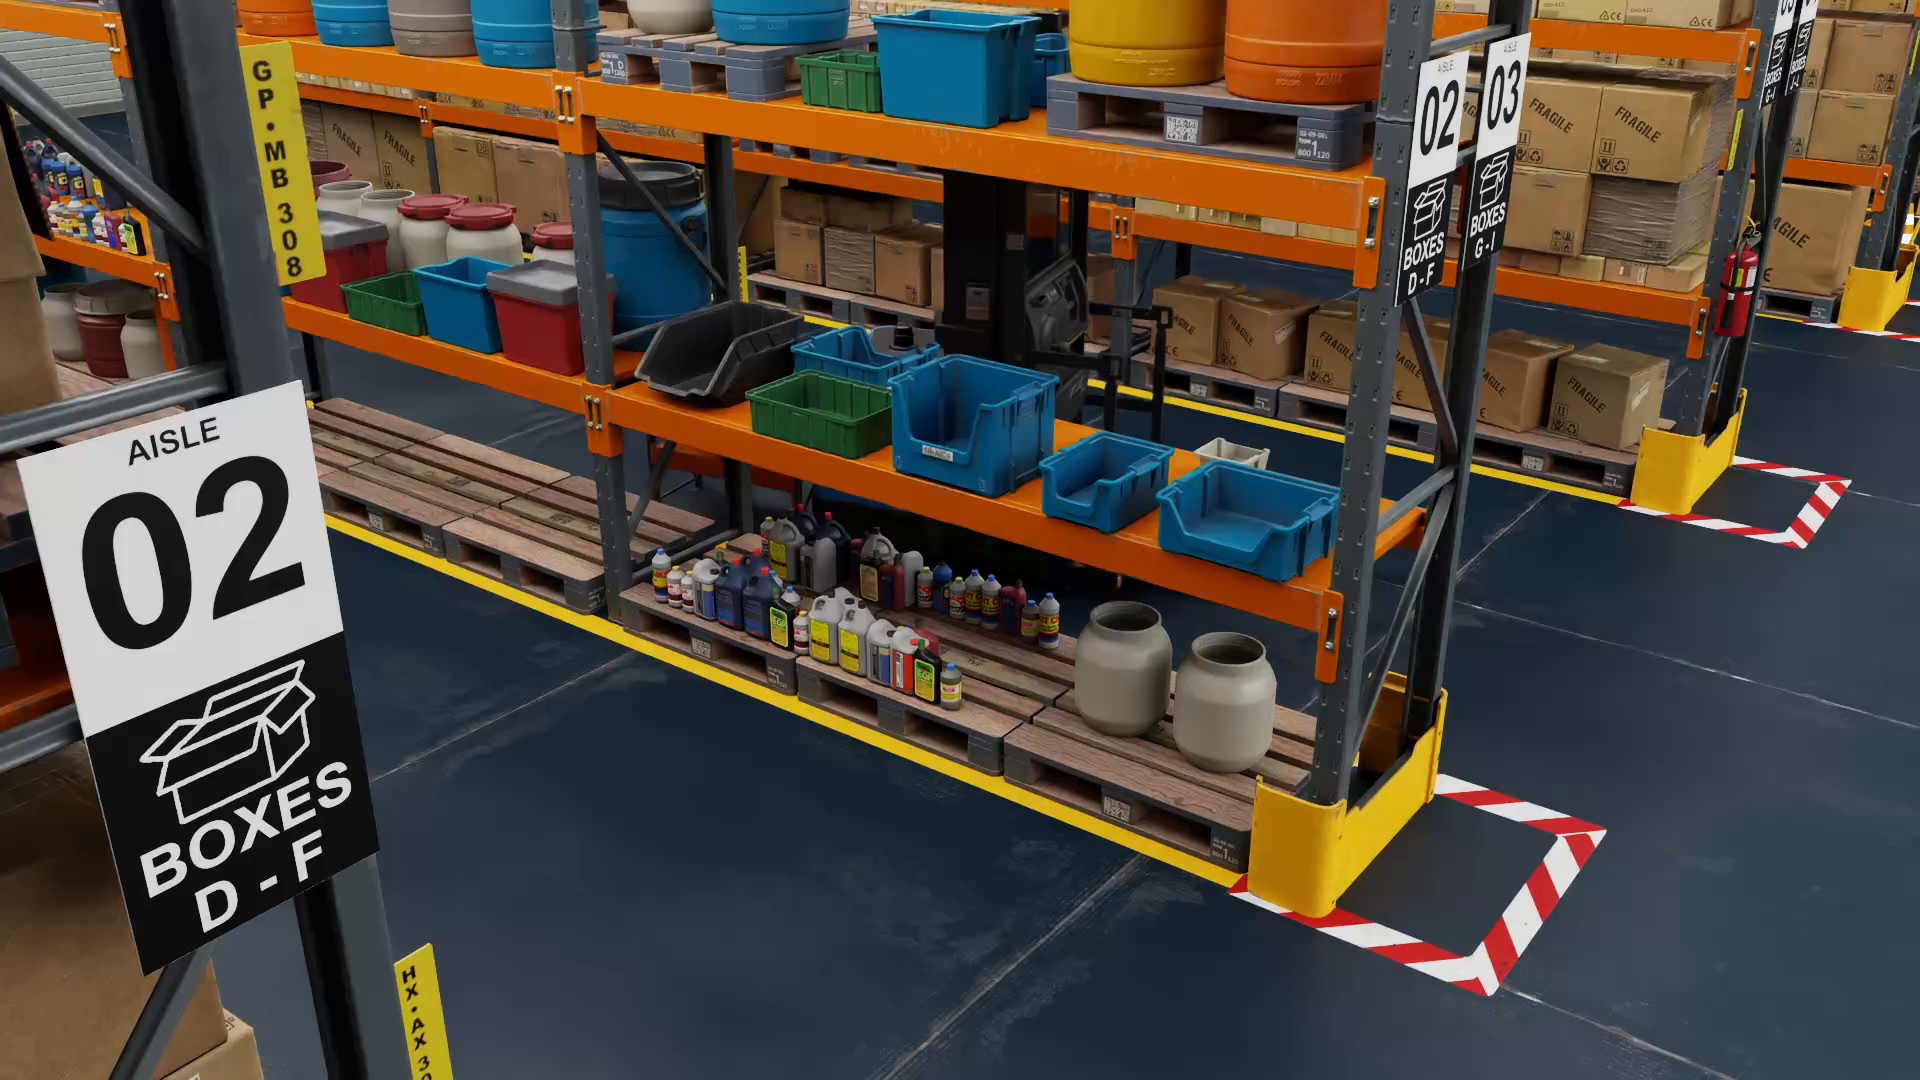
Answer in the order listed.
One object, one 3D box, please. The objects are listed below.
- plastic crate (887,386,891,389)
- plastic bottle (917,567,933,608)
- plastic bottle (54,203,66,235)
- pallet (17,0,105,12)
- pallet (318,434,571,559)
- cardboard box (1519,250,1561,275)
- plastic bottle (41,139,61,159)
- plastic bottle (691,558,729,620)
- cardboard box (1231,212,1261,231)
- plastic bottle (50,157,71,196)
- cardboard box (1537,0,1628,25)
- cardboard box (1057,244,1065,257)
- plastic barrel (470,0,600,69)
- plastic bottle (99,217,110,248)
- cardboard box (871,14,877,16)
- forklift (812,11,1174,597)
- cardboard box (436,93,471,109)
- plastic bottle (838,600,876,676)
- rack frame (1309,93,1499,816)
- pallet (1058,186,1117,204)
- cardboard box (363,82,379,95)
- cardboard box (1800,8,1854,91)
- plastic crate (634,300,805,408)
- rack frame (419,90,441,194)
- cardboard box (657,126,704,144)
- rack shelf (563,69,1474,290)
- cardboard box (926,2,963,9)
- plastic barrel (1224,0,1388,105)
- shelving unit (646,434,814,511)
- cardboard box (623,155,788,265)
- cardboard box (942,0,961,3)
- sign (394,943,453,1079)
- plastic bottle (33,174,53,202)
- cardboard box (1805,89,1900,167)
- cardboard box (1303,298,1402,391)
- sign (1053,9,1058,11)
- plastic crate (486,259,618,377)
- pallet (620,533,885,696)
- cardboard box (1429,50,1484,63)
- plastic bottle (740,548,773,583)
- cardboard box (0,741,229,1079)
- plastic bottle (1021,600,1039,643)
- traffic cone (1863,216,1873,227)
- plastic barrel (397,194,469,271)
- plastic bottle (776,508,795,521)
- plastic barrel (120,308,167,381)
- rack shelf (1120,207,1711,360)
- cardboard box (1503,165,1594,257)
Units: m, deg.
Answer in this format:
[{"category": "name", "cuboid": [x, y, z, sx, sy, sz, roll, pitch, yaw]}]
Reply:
[{"category": "plastic crate", "cuboid": [-0.058, -0.662, 7.858, 0.437, 0.136, 0.530, 17, 29, 33]}, {"category": "plastic bottle", "cuboid": [-0.170, 0.234, 8.425, 0.097, 0.201, 0.097, 0, 24, 0]}, {"category": "plastic bottle", "cuboid": [-6.023, -2.161, 11.180, 0.097, 0.201, 0.097, 0, 24, 0]}, {"category": "pallet", "cuboid": [-5.263, -3.563, 10.631, 1.213, 0.211, 1.003, 17, 29, 33]}, {"category": "pallet", "cuboid": [-3.141, -0.289, 10.145, 1.213, 0.211, 1.003, 17, 29, 33]}, {"category": "cardboard box", "cuboid": [3.689, -1.781, 10.384, 0.250, 0.149, 0.380, 17, 29, 33]}, {"category": "plastic bottle", "cuboid": [-6.831, -2.844, 12.545, 0.185, 0.351, 0.144, 17, 29, 33]}, {"category": "plastic bottle", "cuboid": [-1.242, 0.240, 8.318, 0.135, 0.276, 0.152, 18, 30, 35]}, {"category": "cardboard box", "cuboid": [2.068, -2.254, 11.456, 0.250, 0.149, 0.380, 17, 29, 33]}, {"category": "plastic bottle", "cuboid": [-6.658, -2.690, 12.295, 0.097, 0.271, 0.097, 0, 24, 0]}, {"category": "cardboard box", "cuboid": [3.723, -3.182, 9.718, 0.500, 0.250, 0.500, 17, 29, 34]}, {"category": "cardboard box", "cuboid": [0.613, -2.025, 13.181, 0.500, 0.500, 0.700, 17, 29, 33]}, {"category": "plastic barrel", "cuboid": [-2.046, -2.748, 7.925, 0.708, 0.901, 0.600, 17, 29, 33]}, {"category": "plastic bottle", "cuboid": [-5.556, -2.019, 10.859, 0.097, 0.201, 0.097, 0, 24, 0]}, {"category": "cardboard box", "cuboid": [-0.792, -5.856, 18.742, 0.250, 0.149, 0.380, 16, 29, 32]}, {"category": "forklift", "cuboid": [0.717, -1.273, 9.004, 3.031, 2.935, 1.130, 9, 25, 20]}, {"category": "cardboard box", "cuboid": [-4.722, -4.480, 16.073, 0.500, 0.500, 0.500, 17, 29, 33]}, {"category": "plastic bottle", "cuboid": [-0.472, 0.440, 7.770, 0.185, 0.351, 0.144, 18, 30, 35]}, {"category": "rack frame", "cuboid": [1.692, -0.126, 6.316, 0.127, 3.000, 1.000, 17, 29, 33]}, {"category": "pallet", "cuboid": [0.937, -2.835, 12.702, 1.213, 0.211, 1.003, 17, 29, 33]}, {"category": "cardboard box", "cuboid": [-5.792, -4.603, 16.789, 0.250, 0.149, 0.380, 16, 29, 32]}, {"category": "cardboard box", "cuboid": [6.949, -4.068, 13.737, 0.550, 0.550, 0.875, 17, 29, 33]}, {"category": "plastic crate", "cuboid": [-1.167, -0.897, 8.143, 0.504, 0.338, 0.767, 17, 29, 33]}, {"category": "rack frame", "cuboid": [-4.940, -4.626, 16.528, 0.127, 3.000, 1.000, 17, 29, 33]}, {"category": "cardboard box", "cuboid": [-2.283, -3.744, 14.402, 0.500, 0.500, 0.500, 18, 29, 35]}, {"category": "rack shelf", "cuboid": [0.091, -1.653, 6.954, 4.000, 0.370, 1.077, 17, 29, 33]}, {"category": "cardboard box", "cuboid": [-0.166, -5.803, 18.253, 0.250, 0.149, 0.380, 17, 29, 33]}, {"category": "plastic barrel", "cuboid": [1.227, -1.964, 5.713, 0.708, 0.830, 0.600, 17, 29, 33]}, {"category": "shelving unit", "cuboid": [-1.290, -0.674, 9.885, 1.048, 1.125, 0.538, 11, 26, 24]}, {"category": "cardboard box", "cuboid": [-2.279, -3.052, 15.071, 0.875, 0.875, 1.225, 15, 28, 31]}, {"category": "cardboard box", "cuboid": [0.010, -6.075, 18.871, 0.250, 0.149, 0.380, 18, 29, 35]}, {"category": "sign", "cuboid": [-0.945, 0.861, 2.903, 0.005, 0.325, 0.100, 17, 29, 33]}, {"category": "plastic bottle", "cuboid": [-6.306, -2.326, 11.371, 0.185, 0.351, 0.144, 17, 29, 33]}, {"category": "cardboard box", "cuboid": [7.394, -3.444, 13.659, 0.550, 0.550, 0.875, 17, 29, 33]}, {"category": "cardboard box", "cuboid": [2.764, -1.369, 11.716, 0.500, 0.500, 0.500, 14, 27, 29]}, {"category": "sign", "cuboid": [0.998, -5.551, 17.290, 0.005, 0.325, 0.100, 17, 29, 33]}, {"category": "plastic crate", "cuboid": [-2.080, -1.141, 8.540, 0.583, 0.464, 0.402, 17, 29, 33]}, {"category": "pallet", "cuboid": [-0.997, 0.359, 8.674, 1.213, 0.211, 1.003, 17, 29, 33]}, {"category": "cardboard box", "cuboid": [3.185, -2.947, 10.985, 0.500, 0.500, 0.500, 17, 29, 33]}, {"category": "plastic bottle", "cuboid": [-1.026, 0.200, 8.315, 0.185, 0.351, 0.144, 17, 29, 33]}, {"category": "cardboard box", "cuboid": [-1.690, 0.702, 2.703, 0.500, 0.500, 0.700, 17, 29, 33]}, {"category": "plastic bottle", "cuboid": [0.345, 0.389, 8.071, 0.097, 0.201, 0.097, 0, 24, 0]}, {"category": "traffic cone", "cuboid": [9.488, -3.448, 17.002, 0.334, 0.463, 0.336, 17, 29, 33]}, {"category": "plastic barrel", "cuboid": [-3.077, -1.740, 9.809, 0.433, 0.535, 0.433, 0, 24, 0]}, {"category": "plastic bottle", "cuboid": [-0.926, -0.042, 8.947, 0.133, 0.283, 0.061, 19, 30, 36]}, {"category": "plastic barrel", "cuboid": [-5.617, -1.335, 11.624, 0.421, 0.512, 0.421, 0, 24, 0]}, {"category": "rack shelf", "cuboid": [3.062, -1.878, 11.185, 4.000, 0.370, 1.077, 17, 29, 33]}, {"category": "cardboard box", "cuboid": [3.766, -2.130, 10.371, 0.500, 0.500, 0.875, 17, 29, 33]}]
